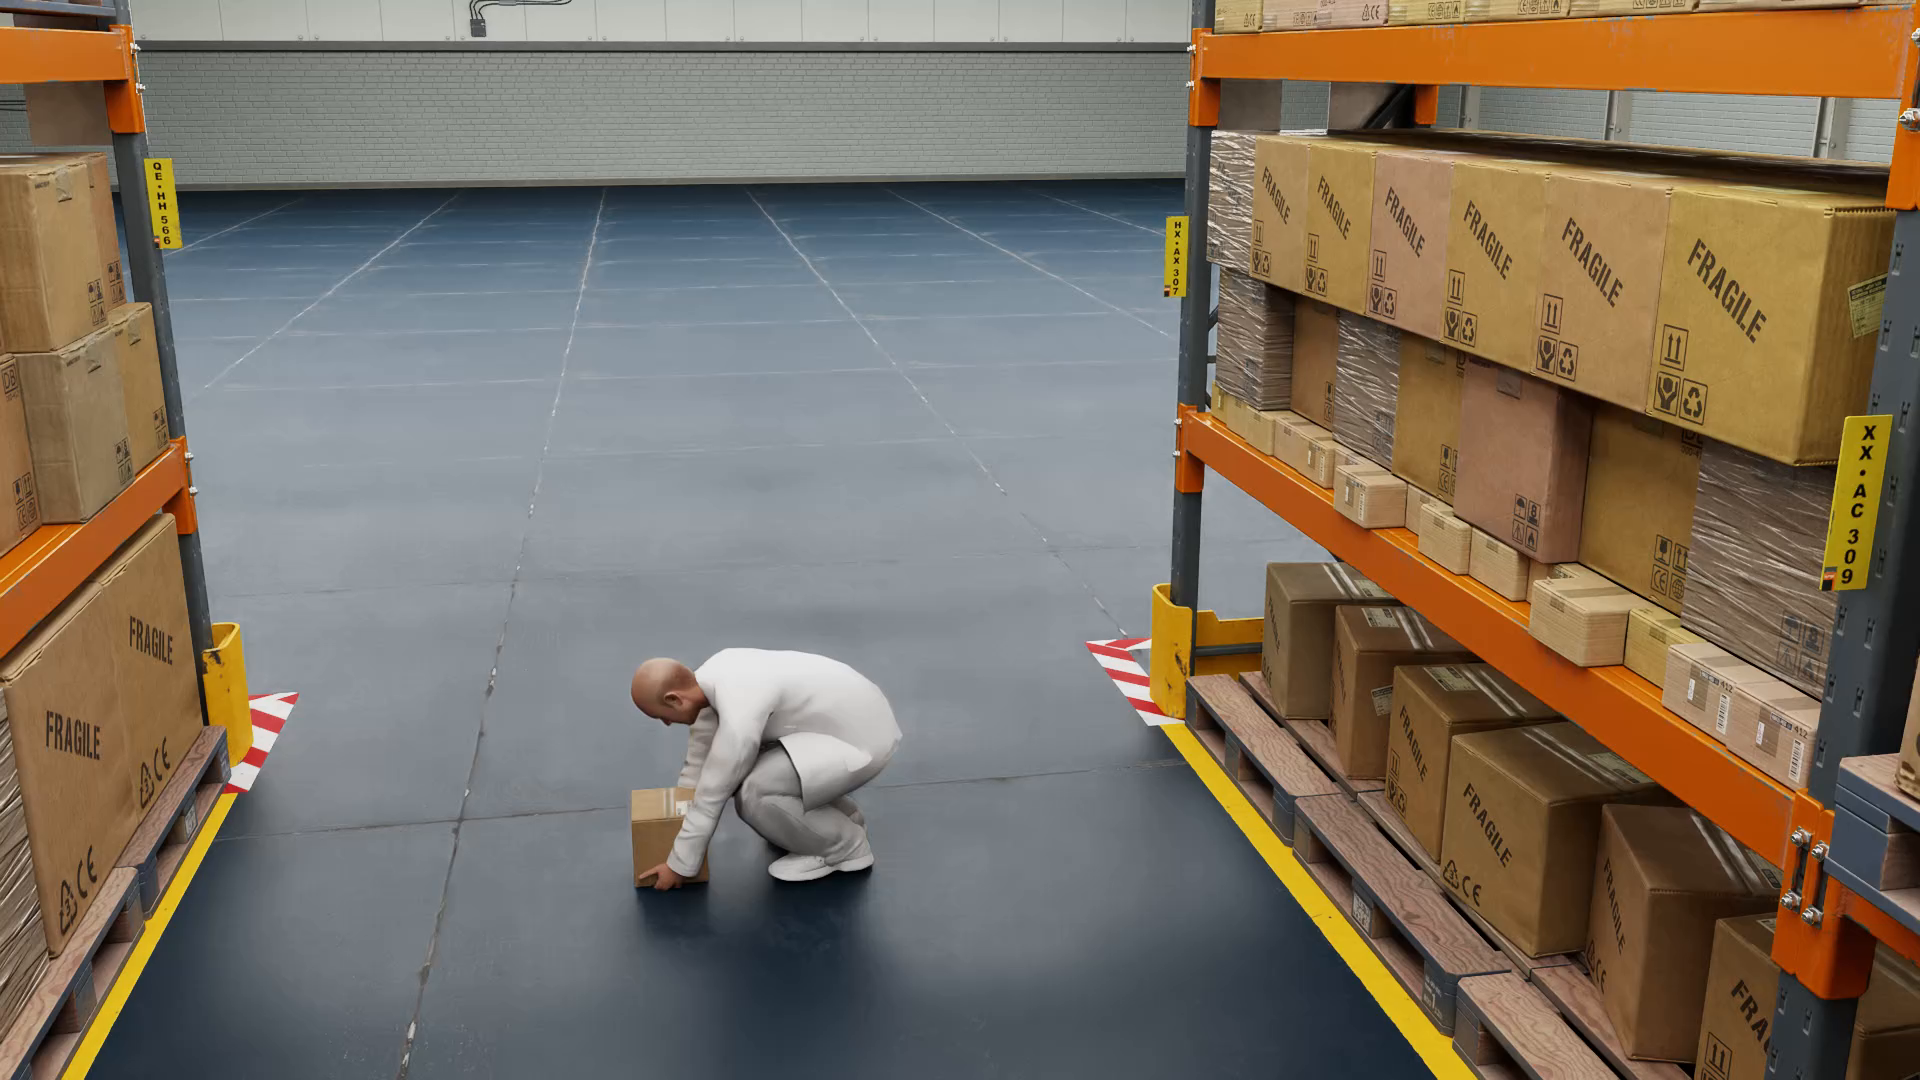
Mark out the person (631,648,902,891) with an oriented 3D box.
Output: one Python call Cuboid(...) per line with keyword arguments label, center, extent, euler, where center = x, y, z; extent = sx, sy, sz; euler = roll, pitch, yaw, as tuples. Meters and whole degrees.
Cuboid(label="person", center=(-0.663, 0.788, 5.769), extent=(0.928, 0.831, 0.579), euler=(-3, 16, -11))
